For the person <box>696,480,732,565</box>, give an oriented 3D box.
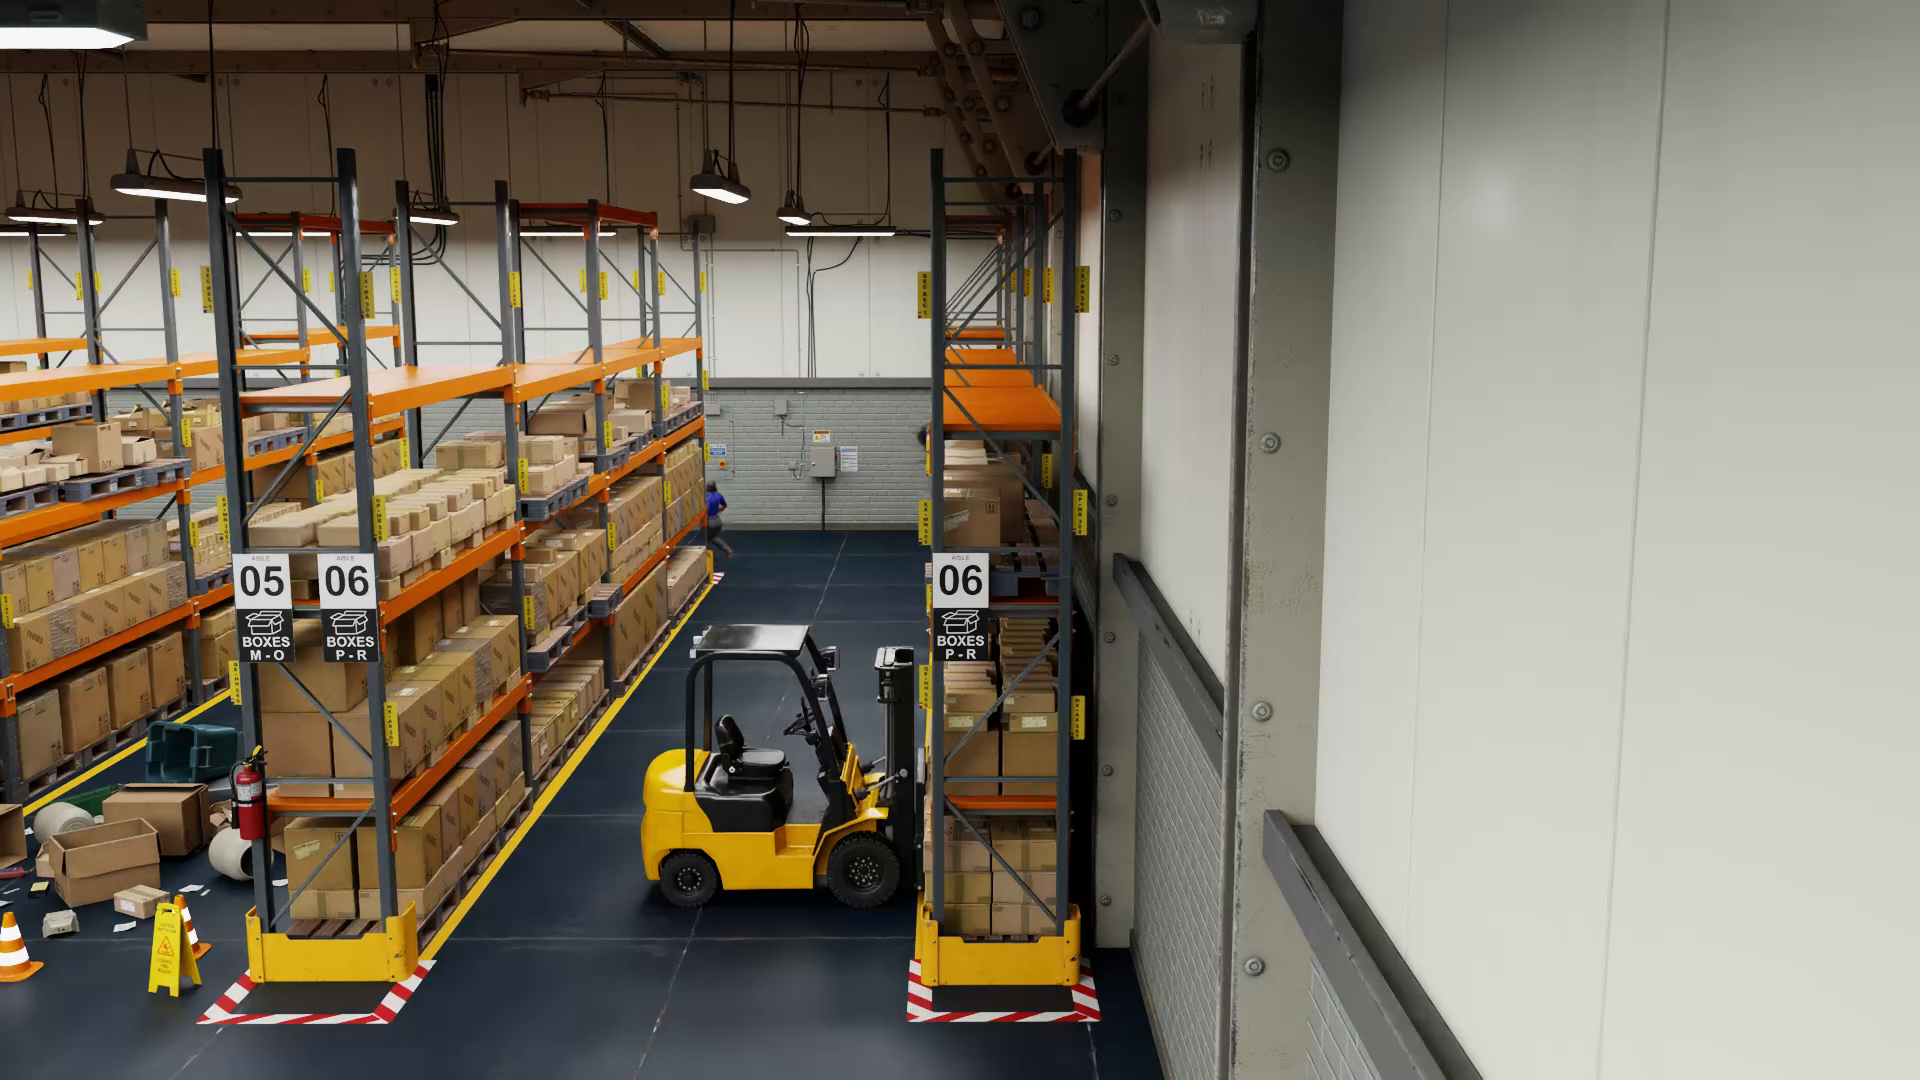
[{"bbox_3d":[-4.421,-0.300,29.331,0.590,1.561,0.641,7,12,39],"label":"person"}]
